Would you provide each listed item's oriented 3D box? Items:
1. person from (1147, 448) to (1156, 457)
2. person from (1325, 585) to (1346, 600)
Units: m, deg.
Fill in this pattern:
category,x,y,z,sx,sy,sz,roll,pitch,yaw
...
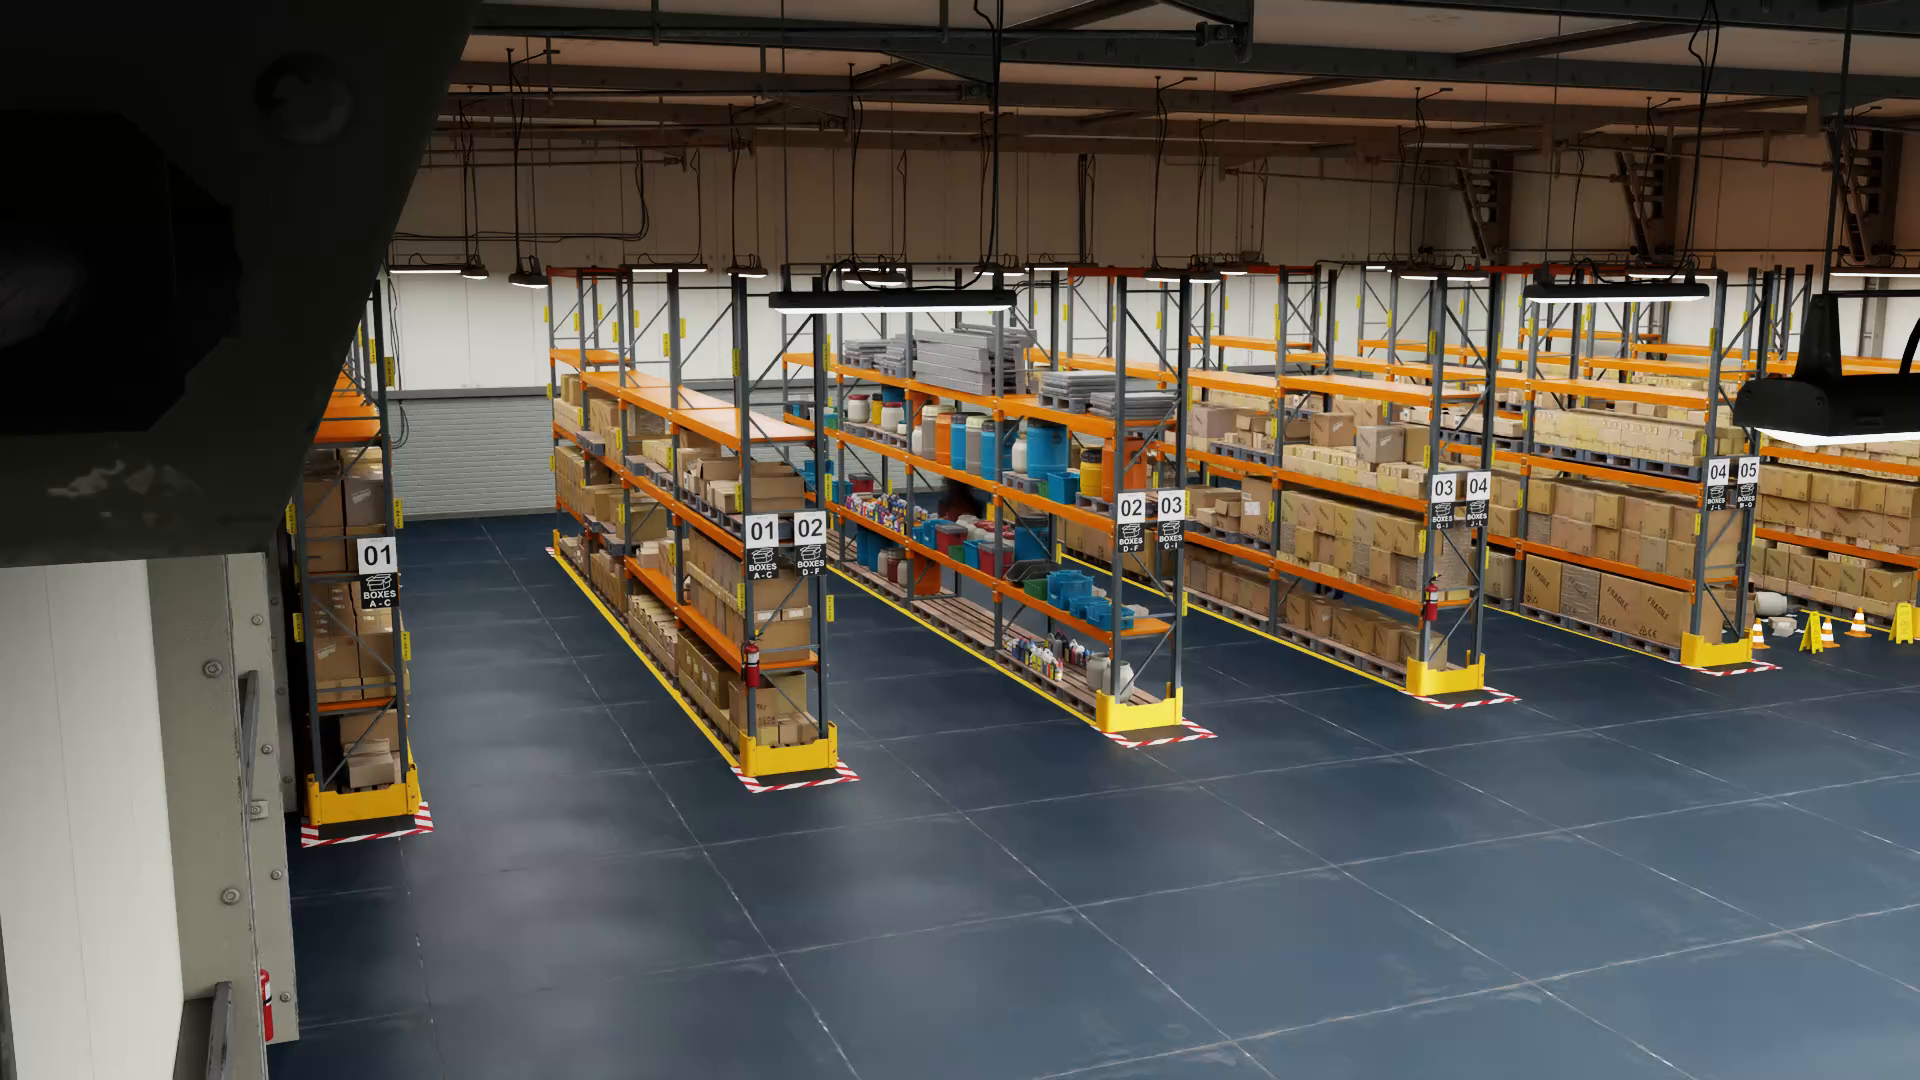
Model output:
category,x,y,z,sx,sy,sz,roll,pitch,yaw
person,4.642,-1.620,41.063,0.569,1.717,0.695,2,10,9
person,6.628,0.448,29.445,0.738,1.617,0.514,-2,10,-13
